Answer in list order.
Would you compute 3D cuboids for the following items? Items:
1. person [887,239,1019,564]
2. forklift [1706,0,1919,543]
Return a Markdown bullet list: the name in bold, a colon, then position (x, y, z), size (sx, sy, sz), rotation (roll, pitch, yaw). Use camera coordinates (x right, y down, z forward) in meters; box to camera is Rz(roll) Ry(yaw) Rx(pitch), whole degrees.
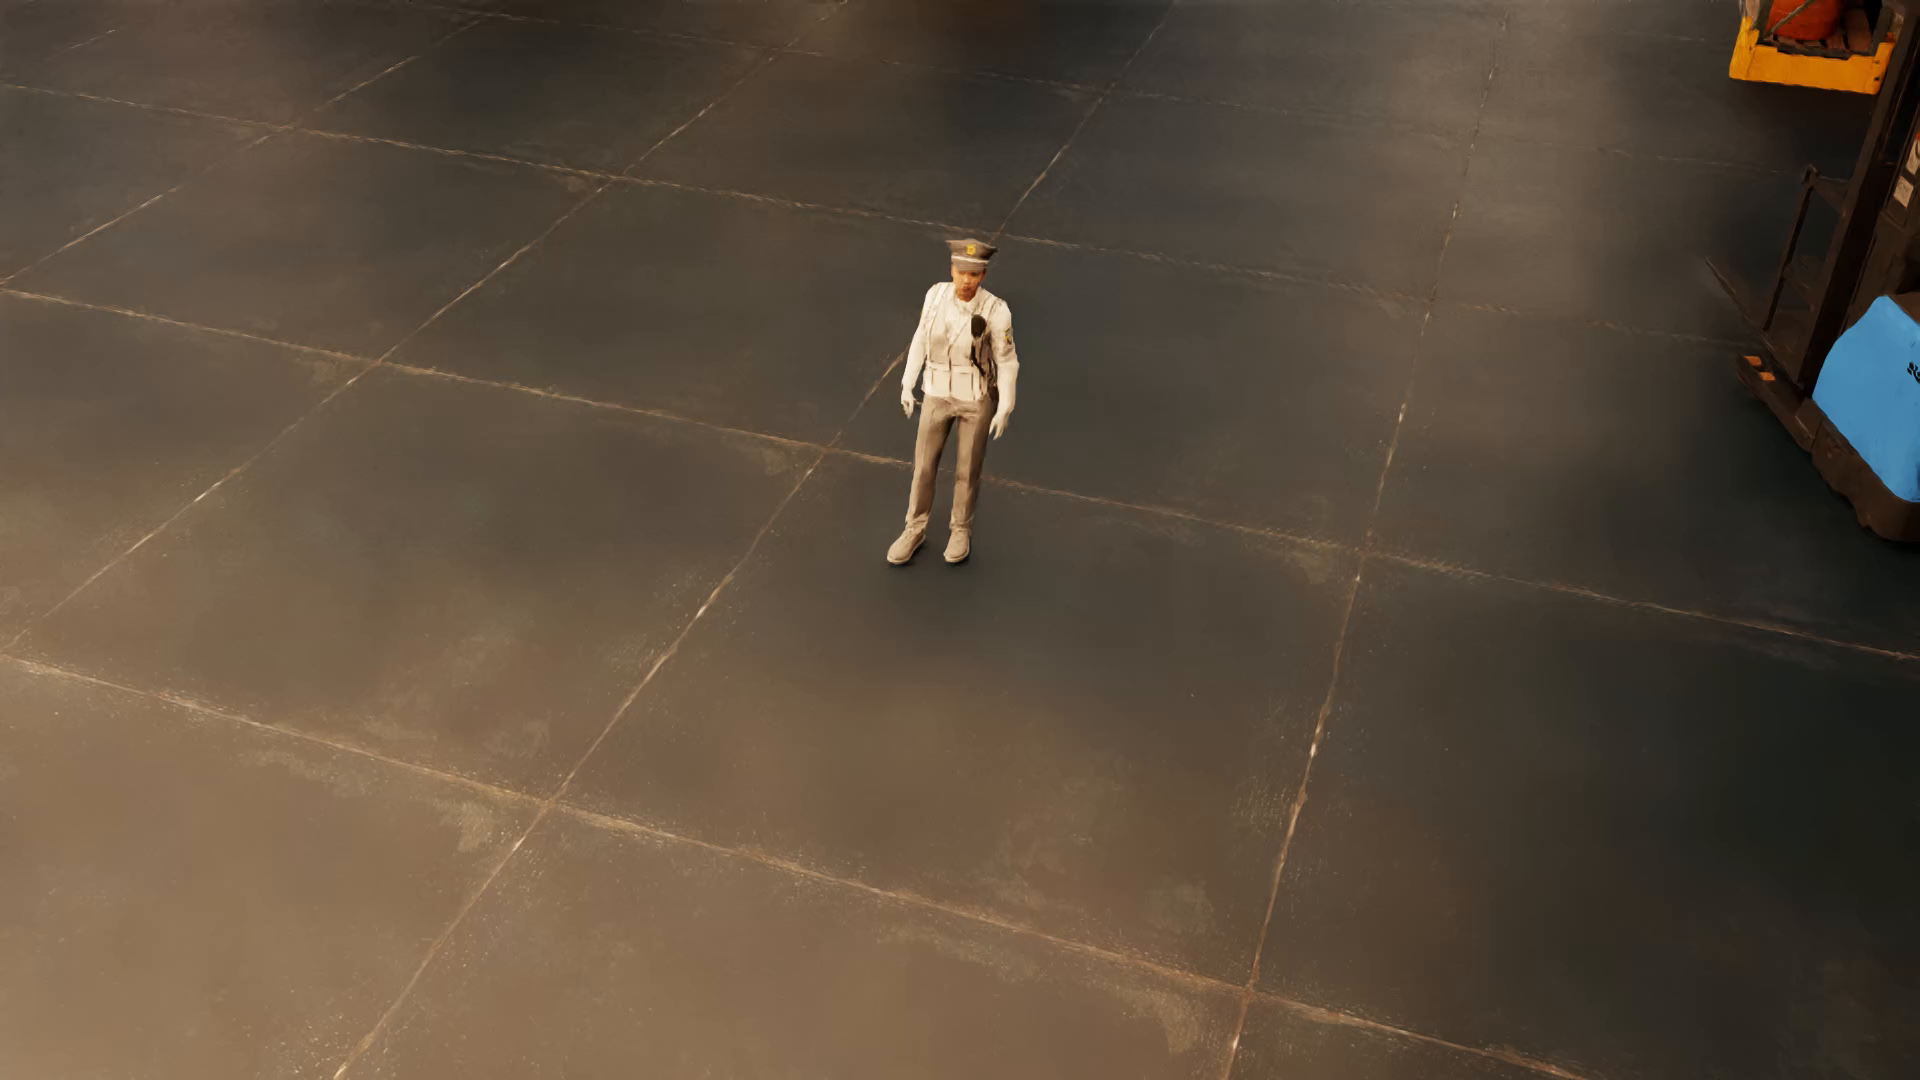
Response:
- **person**: position (-0.029, -0.662, 8.100), size (0.586, 1.695, 0.533), rotation (12, 37, 16)
- **forklift**: position (5.229, -1.999, 8.931), size (1.130, 2.935, 3.031), rotation (0, 35, 0)
